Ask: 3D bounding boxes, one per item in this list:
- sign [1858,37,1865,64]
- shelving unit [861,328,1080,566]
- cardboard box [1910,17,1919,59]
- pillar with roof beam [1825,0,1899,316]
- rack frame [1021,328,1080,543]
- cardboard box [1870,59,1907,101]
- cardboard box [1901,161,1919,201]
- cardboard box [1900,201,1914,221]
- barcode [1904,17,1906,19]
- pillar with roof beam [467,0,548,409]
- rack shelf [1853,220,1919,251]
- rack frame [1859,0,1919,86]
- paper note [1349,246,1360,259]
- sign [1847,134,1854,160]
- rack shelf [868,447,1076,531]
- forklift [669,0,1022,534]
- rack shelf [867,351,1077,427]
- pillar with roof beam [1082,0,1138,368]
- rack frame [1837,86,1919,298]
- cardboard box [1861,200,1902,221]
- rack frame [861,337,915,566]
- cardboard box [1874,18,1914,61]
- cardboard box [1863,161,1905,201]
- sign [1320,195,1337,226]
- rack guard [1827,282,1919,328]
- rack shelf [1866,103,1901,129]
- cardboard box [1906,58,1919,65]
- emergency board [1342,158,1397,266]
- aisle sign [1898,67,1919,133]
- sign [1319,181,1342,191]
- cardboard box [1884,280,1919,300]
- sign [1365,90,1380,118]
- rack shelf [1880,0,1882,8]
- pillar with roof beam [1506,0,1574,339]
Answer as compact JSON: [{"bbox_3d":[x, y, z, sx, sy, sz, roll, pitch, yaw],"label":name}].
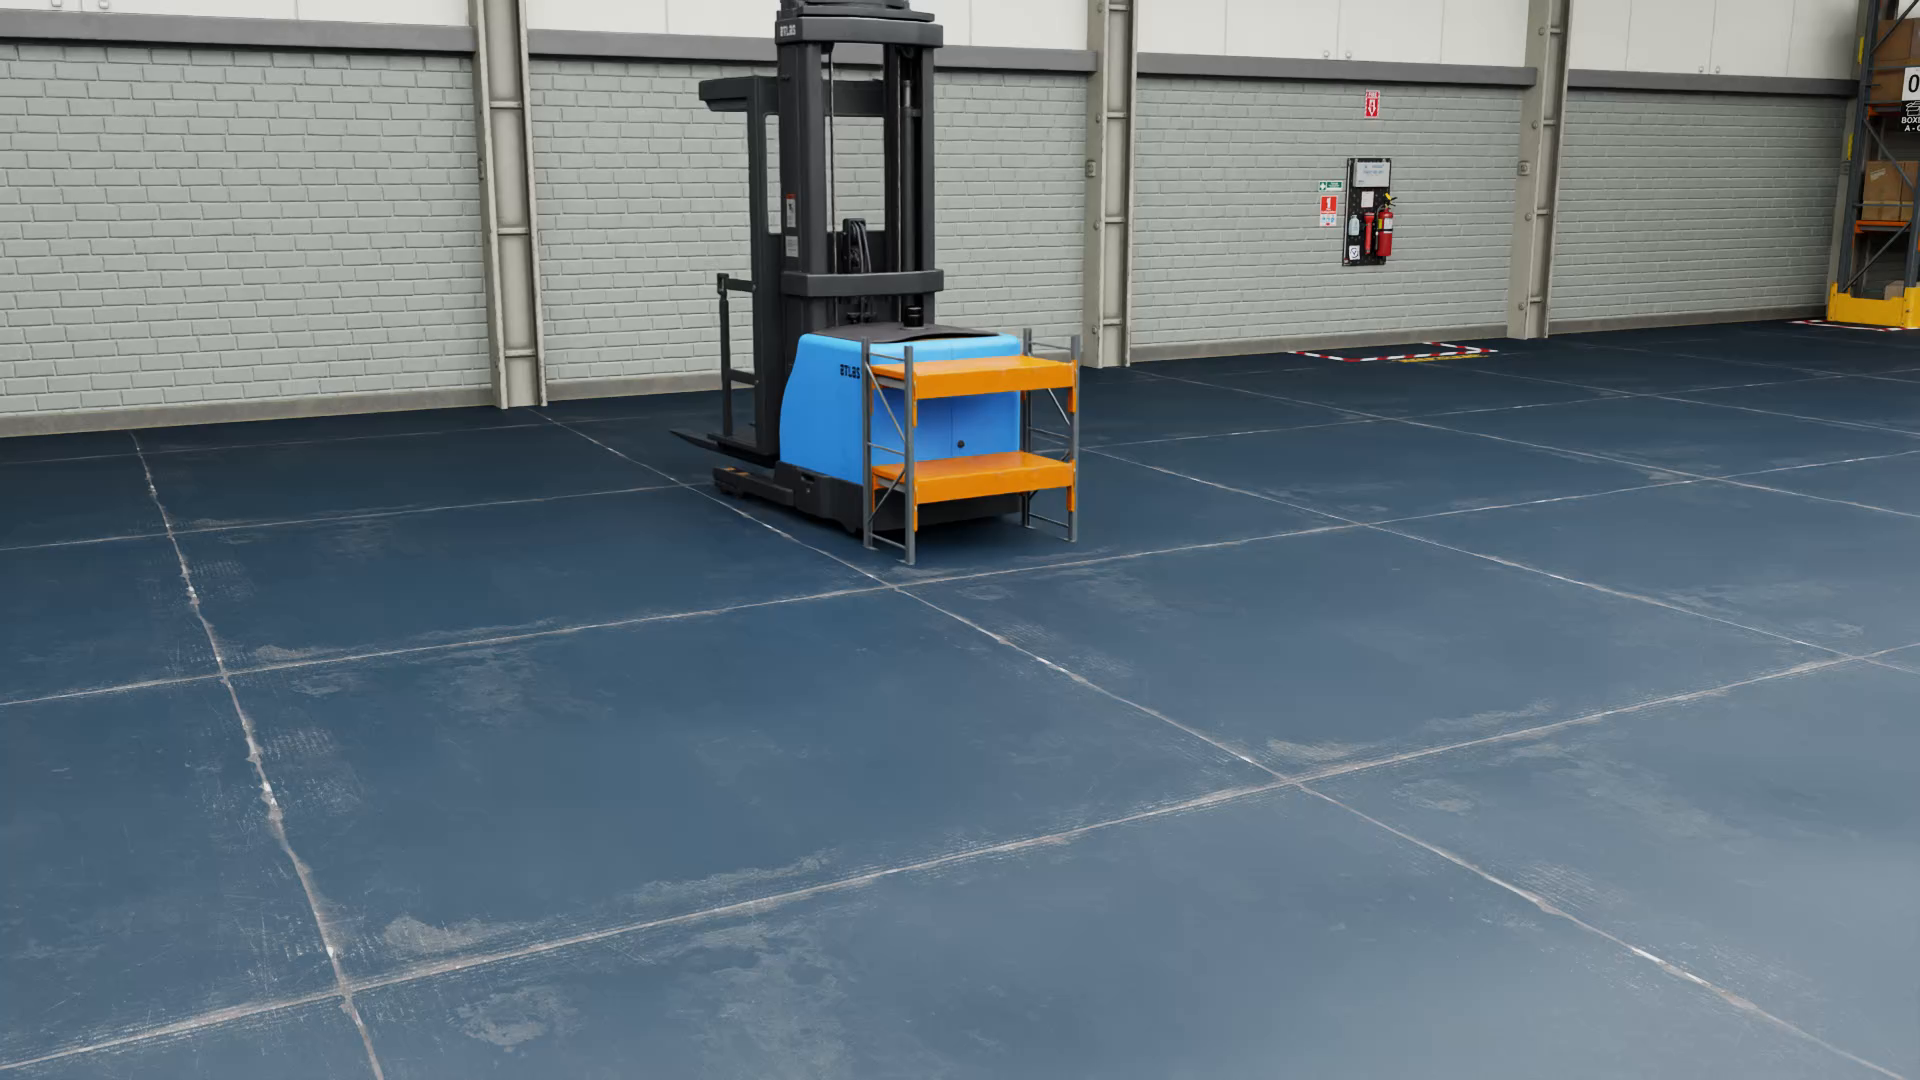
[{"bbox_3d":[11.581,-6.278,21.325,0.005,0.325,0.100,-7,14,-28],"label":"sign"},{"bbox_3d":[0.059,-0.522,8.868,1.048,1.125,0.538,-8,15,-31],"label":"shelving unit"},{"bbox_3d":[12.284,-6.277,20.787,0.500,0.500,0.500,-8,15,-32],"label":"cardboard box"},{"bbox_3d":[14.092,-6.611,17.990,0.400,9.000,9.100,-7,14,-28],"label":"pillar with roof beam"},{"bbox_3d":[0.493,-0.581,9.127,0.032,1.125,0.500,-8,15,-31],"label":"rack frame"},{"bbox_3d":[12.074,-5.888,21.336,0.500,0.500,0.500,-6,14,-24],"label":"cardboard box"},{"bbox_3d":[12.392,-4.568,21.165,0.500,0.500,0.500,-7,14,-28],"label":"cardboard box"},{"bbox_3d":[12.410,-4.200,21.238,0.500,0.250,0.500,-7,15,-29],"label":"cardboard box"},{"bbox_3d":[12.213,-6.737,21.511,0.075,0.075,0.001,-7,14,-28],"label":"barcode"},{"bbox_3d":[-1.707,-4.718,9.576,0.400,9.000,9.100,-7,14,-28],"label":"pillar with roof beam"},{"bbox_3d":[13.585,-4.133,22.281,4.000,0.370,1.077,-7,14,-28],"label":"rack shelf"},{"bbox_3d":[11.829,-7.200,20.608,0.127,3.000,1.000,-7,14,-28],"label":"rack frame"},{"bbox_3d":[4.387,-3.195,18.481,0.142,0.148,0.016,-7,14,-28],"label":"paper note"},{"bbox_3d":[11.581,-5.102,21.590,0.005,0.325,0.100,-7,14,-28],"label":"sign"},{"bbox_3d":[0.059,-0.284,8.922,1.000,0.278,0.538,-8,15,-31],"label":"rack shelf"},{"bbox_3d":[-0.884,-1.737,10.153,1.130,2.935,3.031,-8,15,-33],"label":"forklift"},{"bbox_3d":[0.059,-0.808,8.804,1.000,0.278,0.538,-8,15,-31],"label":"rack shelf"},{"bbox_3d":[3.559,-5.349,12.380,0.400,9.000,9.100,-7,14,-28],"label":"pillar with roof beam"},{"bbox_3d":[11.829,-4.274,21.267,0.127,3.000,1.000,-7,14,-28],"label":"rack frame"},{"bbox_3d":[12.147,-4.297,21.666,0.500,0.250,0.500,-7,14,-27],"label":"cardboard box"},{"bbox_3d":[-0.374,-0.464,8.610,0.032,1.125,0.500,-8,15,-31],"label":"rack frame"},{"bbox_3d":[12.083,-6.379,21.240,0.500,0.500,0.500,-6,14,-25],"label":"cardboard box"},{"bbox_3d":[12.141,-4.667,21.601,0.500,0.500,0.500,-7,14,-28],"label":"cardboard box"},{"bbox_3d":[4.041,-3.609,18.234,0.234,0.329,0.001,-7,14,-28],"label":"sign"},{"bbox_3d":[11.896,-3.062,21.577,0.348,0.500,1.175,-7,14,-28],"label":"rack guard"},{"bbox_3d":[13.585,-5.596,21.952,4.000,0.370,1.077,-7,14,-28],"label":"rack shelf"},{"bbox_3d":[12.243,-5.783,20.867,0.500,0.500,0.500,-6,14,-26],"label":"cardboard box"},{"bbox_3d":[4.576,-3.630,18.408,0.643,1.169,0.194,-7,14,-28],"label":"emergency board"},{"bbox_3d":[11.910,-5.477,20.691,0.004,0.787,0.394,-7,14,-28],"label":"aisle sign"},{"bbox_3d":[4.049,-3.867,18.170,0.331,0.109,0.001,-7,14,-28],"label":"sign"},{"bbox_3d":[12.480,-3.232,21.760,0.500,0.311,0.500,-9,15,-34],"label":"cardboard box"},{"bbox_3d":[4.521,-4.779,18.235,0.199,0.298,0.001,-7,14,-28],"label":"sign"},{"bbox_3d":[13.585,-7.058,21.623,4.000,0.370,1.077,-7,14,-28],"label":"rack shelf"},{"bbox_3d":[8.826,-5.980,15.185,0.400,9.000,9.100,-7,14,-28],"label":"pillar with roof beam"}]
